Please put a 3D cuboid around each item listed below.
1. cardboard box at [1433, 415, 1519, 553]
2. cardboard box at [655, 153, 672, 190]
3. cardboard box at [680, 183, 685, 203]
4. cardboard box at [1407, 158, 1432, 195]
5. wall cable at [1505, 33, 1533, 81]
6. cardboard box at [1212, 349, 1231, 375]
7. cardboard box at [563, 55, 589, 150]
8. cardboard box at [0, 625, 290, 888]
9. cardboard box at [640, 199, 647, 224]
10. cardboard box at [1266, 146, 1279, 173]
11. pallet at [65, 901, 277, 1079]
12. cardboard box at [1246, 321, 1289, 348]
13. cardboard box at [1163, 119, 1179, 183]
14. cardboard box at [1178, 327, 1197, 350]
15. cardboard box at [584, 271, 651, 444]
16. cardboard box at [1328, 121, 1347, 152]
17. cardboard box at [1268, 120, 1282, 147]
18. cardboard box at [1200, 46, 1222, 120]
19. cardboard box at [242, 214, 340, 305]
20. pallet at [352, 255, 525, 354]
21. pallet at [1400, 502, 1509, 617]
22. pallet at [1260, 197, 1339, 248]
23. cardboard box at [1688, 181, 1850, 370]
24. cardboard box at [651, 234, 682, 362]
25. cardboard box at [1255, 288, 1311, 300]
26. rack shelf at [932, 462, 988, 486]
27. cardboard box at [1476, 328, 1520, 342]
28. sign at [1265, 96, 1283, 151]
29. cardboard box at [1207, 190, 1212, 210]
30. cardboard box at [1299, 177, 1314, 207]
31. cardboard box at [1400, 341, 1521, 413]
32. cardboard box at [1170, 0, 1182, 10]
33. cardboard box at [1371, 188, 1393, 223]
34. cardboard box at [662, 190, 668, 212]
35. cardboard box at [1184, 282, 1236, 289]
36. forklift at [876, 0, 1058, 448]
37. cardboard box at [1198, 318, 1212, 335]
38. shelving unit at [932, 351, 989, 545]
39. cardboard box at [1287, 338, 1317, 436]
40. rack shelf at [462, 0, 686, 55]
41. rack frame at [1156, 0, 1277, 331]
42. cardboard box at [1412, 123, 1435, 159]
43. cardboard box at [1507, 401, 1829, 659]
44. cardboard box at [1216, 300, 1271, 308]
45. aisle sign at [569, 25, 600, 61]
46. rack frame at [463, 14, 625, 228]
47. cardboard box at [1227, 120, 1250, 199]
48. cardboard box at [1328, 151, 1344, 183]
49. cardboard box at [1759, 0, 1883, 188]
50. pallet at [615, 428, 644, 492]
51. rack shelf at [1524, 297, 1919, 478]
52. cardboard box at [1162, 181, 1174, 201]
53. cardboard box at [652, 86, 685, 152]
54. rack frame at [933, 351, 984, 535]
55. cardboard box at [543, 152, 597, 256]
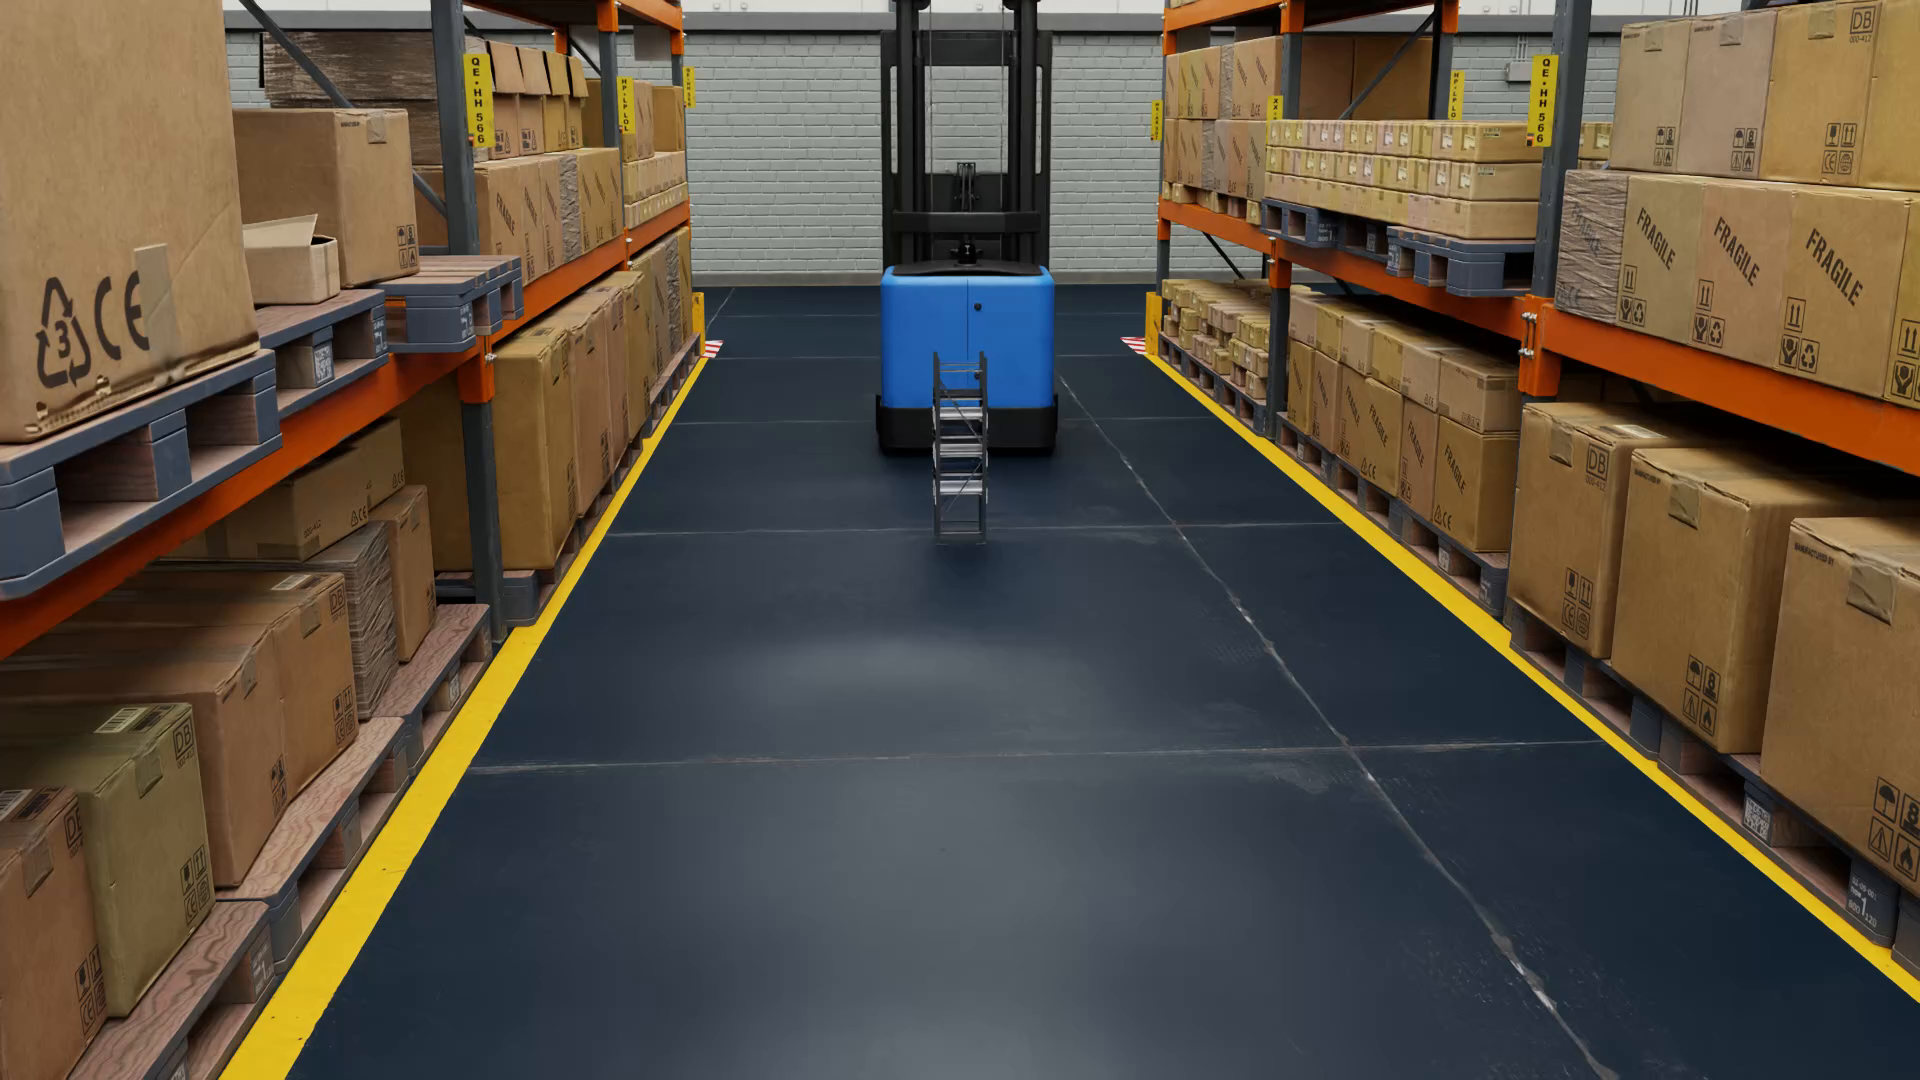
[{"bbox_3d":[2.380,-0.252,7.161,0.500,0.500,0.500,-1,14,-4],"label":"cardboard box"},{"bbox_3d":[-2.413,-2.740,12.361,0.500,0.250,0.500,-1,14,-5],"label":"cardboard box"},{"bbox_3d":[-2.402,-2.768,13.270,0.380,0.149,0.250,-1,14,-3],"label":"cardboard box"},{"bbox_3d":[2.160,-1.573,7.185,0.380,0.149,0.250,-1,14,-2],"label":"cardboard box"},{"bbox_3d":[6.748,-5.100,19.727,0.585,1.953,0.123,-1,14,-3],"label":"wall cable"},{"bbox_3d":[2.006,-1.267,11.810,0.380,0.149,0.250,-1,14,-4],"label":"cardboard box"},{"bbox_3d":[-2.475,-2.419,9.193,0.797,0.503,0.637,-1,14,-5],"label":"cardboard box"},{"bbox_3d":[-2.089,0.533,4.069,0.700,0.500,0.500,-2,15,-8],"label":"cardboard box"},{"bbox_3d":[-2.242,-2.131,10.793,0.380,0.149,0.250,0,14,-2],"label":"cardboard box"},{"bbox_3d":[1.999,-2.215,9.681,0.380,0.149,0.250,-1,14,-3],"label":"cardboard box"},{"bbox_3d":[-2.077,1.103,3.315,1.003,0.211,1.213,-1,14,-3],"label":"pallet"},{"bbox_3d":[2.097,-1.353,10.949,0.380,0.149,0.250,-1,14,-3],"label":"cardboard box"},{"bbox_3d":[1.938,-3.166,13.514,0.500,0.500,0.500,0,14,-1],"label":"cardboard box"},{"bbox_3d":[1.926,-1.586,13.050,0.380,0.149,0.250,-1,14,-3],"label":"cardboard box"},{"bbox_3d":[-2.463,-1.059,9.543,1.225,0.875,0.875,-1,14,-3],"label":"cardboard box"},{"bbox_3d":[2.081,-2.038,8.394,0.380,0.149,0.250,0,14,-1],"label":"cardboard box"},{"bbox_3d":[1.999,-2.359,9.644,0.380,0.149,0.250,0,14,-1],"label":"cardboard box"},{"bbox_3d":[2.032,-3.269,11.906,0.500,0.500,0.500,-1,14,-5],"label":"cardboard box"},{"bbox_3d":[-1.902,-0.776,4.450,0.396,0.266,0.258,-1,14,-5],"label":"cardboard box"},{"bbox_3d":[-2.124,-0.780,5.423,1.213,0.211,1.003,-1,14,-3],"label":"pallet"},{"bbox_3d":[2.635,0.056,7.384,1.003,0.211,1.213,-1,14,-3],"label":"pallet"},{"bbox_3d":[2.336,-1.809,9.424,1.003,0.211,1.213,-1,14,-3],"label":"pallet"},{"bbox_3d":[2.505,-0.781,4.840,0.500,0.500,0.500,-1,14,-3],"label":"cardboard box"},{"bbox_3d":[-2.595,-1.828,12.533,0.875,0.875,0.875,-1,14,-3],"label":"cardboard box"},{"bbox_3d":[2.526,-1.881,13.003,0.380,0.149,0.250,-1,15,-6],"label":"cardboard box"},{"bbox_3d":[0.000,-0.318,7.953,0.258,0.077,0.200,-1,14,-3],"label":"rack shelf"},{"bbox_3d":[2.832,-0.880,8.097,0.500,0.250,0.500,-1,14,-3],"label":"cardboard box"},{"bbox_3d":[1.893,-2.504,10.000,0.100,0.325,0.005,-1,14,-3],"label":"sign"},{"bbox_3d":[2.027,-2.495,12.208,0.380,0.149,0.250,0,14,-1],"label":"cardboard box"},{"bbox_3d":[2.049,-1.878,8.966,0.380,0.149,0.250,-1,14,-3],"label":"cardboard box"},{"bbox_3d":[2.336,-0.747,7.580,0.500,0.250,0.500,-1,14,-3],"label":"cardboard box"},{"bbox_3d":[1.959,-4.354,13.210,0.500,0.250,0.500,0,14,-1],"label":"cardboard box"},{"bbox_3d":[2.133,-1.552,7.699,0.380,0.149,0.250,-2,15,-6],"label":"cardboard box"},{"bbox_3d":[-2.325,-2.453,12.043,0.380,0.149,0.250,-1,14,-2],"label":"cardboard box"},{"bbox_3d":[2.017,-1.998,13.457,0.380,0.149,0.250,-1,14,-2],"label":"cardboard box"},{"bbox_3d":[0.037,-2.273,10.977,1.130,2.935,3.031,0,14,0],"label":"forklift"},{"bbox_3d":[2.045,-1.663,12.753,0.380,0.149,0.250,-2,15,-6],"label":"cardboard box"},{"bbox_3d":[0.000,-0.438,7.922,0.258,0.900,0.210,-1,14,-3],"label":"shelving unit"},{"bbox_3d":[2.215,-0.900,9.677,0.500,0.500,0.500,0,14,-1],"label":"cardboard box"},{"bbox_3d":[-2.647,-3.645,11.597,1.077,0.370,4.000,-1,14,-3],"label":"rack shelf"},{"bbox_3d":[2.186,-3.089,14.014,1.000,3.000,0.127,-1,14,-3],"label":"rack frame"},{"bbox_3d":[2.164,-1.712,7.128,0.380,0.149,0.250,0,14,-2],"label":"cardboard box"},{"bbox_3d":[2.630,-0.061,5.915,1.050,0.750,0.750,-1,14,-4],"label":"cardboard box"},{"bbox_3d":[2.092,-1.677,12.208,0.380,0.149,0.250,-1,14,-3],"label":"cardboard box"},{"bbox_3d":[-3.074,-4.310,13.542,0.394,0.787,0.004,-1,14,-3],"label":"aisle sign"},{"bbox_3d":[-2.523,-2.043,9.948,1.000,3.000,0.127,-1,14,-3],"label":"rack frame"},{"bbox_3d":[2.091,-2.532,11.051,0.500,0.500,0.500,-1,14,-5],"label":"cardboard box"},{"bbox_3d":[2.086,-1.889,8.413,0.380,0.149,0.250,-1,14,-4],"label":"cardboard box"},{"bbox_3d":[2.766,-1.267,4.725,0.700,0.500,0.500,-1,14,-4],"label":"cardboard box"},{"bbox_3d":[-2.400,-0.502,9.554,1.003,0.211,1.213,-1,14,-3],"label":"pallet"},{"bbox_3d":[2.806,-0.254,4.438,1.077,0.370,4.000,-1,14,-3],"label":"rack shelf"},{"bbox_3d":[1.879,-2.882,13.713,0.380,0.149,0.250,-1,14,-4],"label":"cardboard box"},{"bbox_3d":[-2.478,-3.355,13.247,0.500,0.500,0.500,-1,14,-3],"label":"cardboard box"},{"bbox_3d":[-0.007,-0.463,8.020,0.240,0.900,0.006,-1,14,-3],"label":"rack frame"},{"bbox_3d":[-2.158,-1.727,8.516,0.500,0.500,0.500,-1,14,-4],"label":"cardboard box"}]
